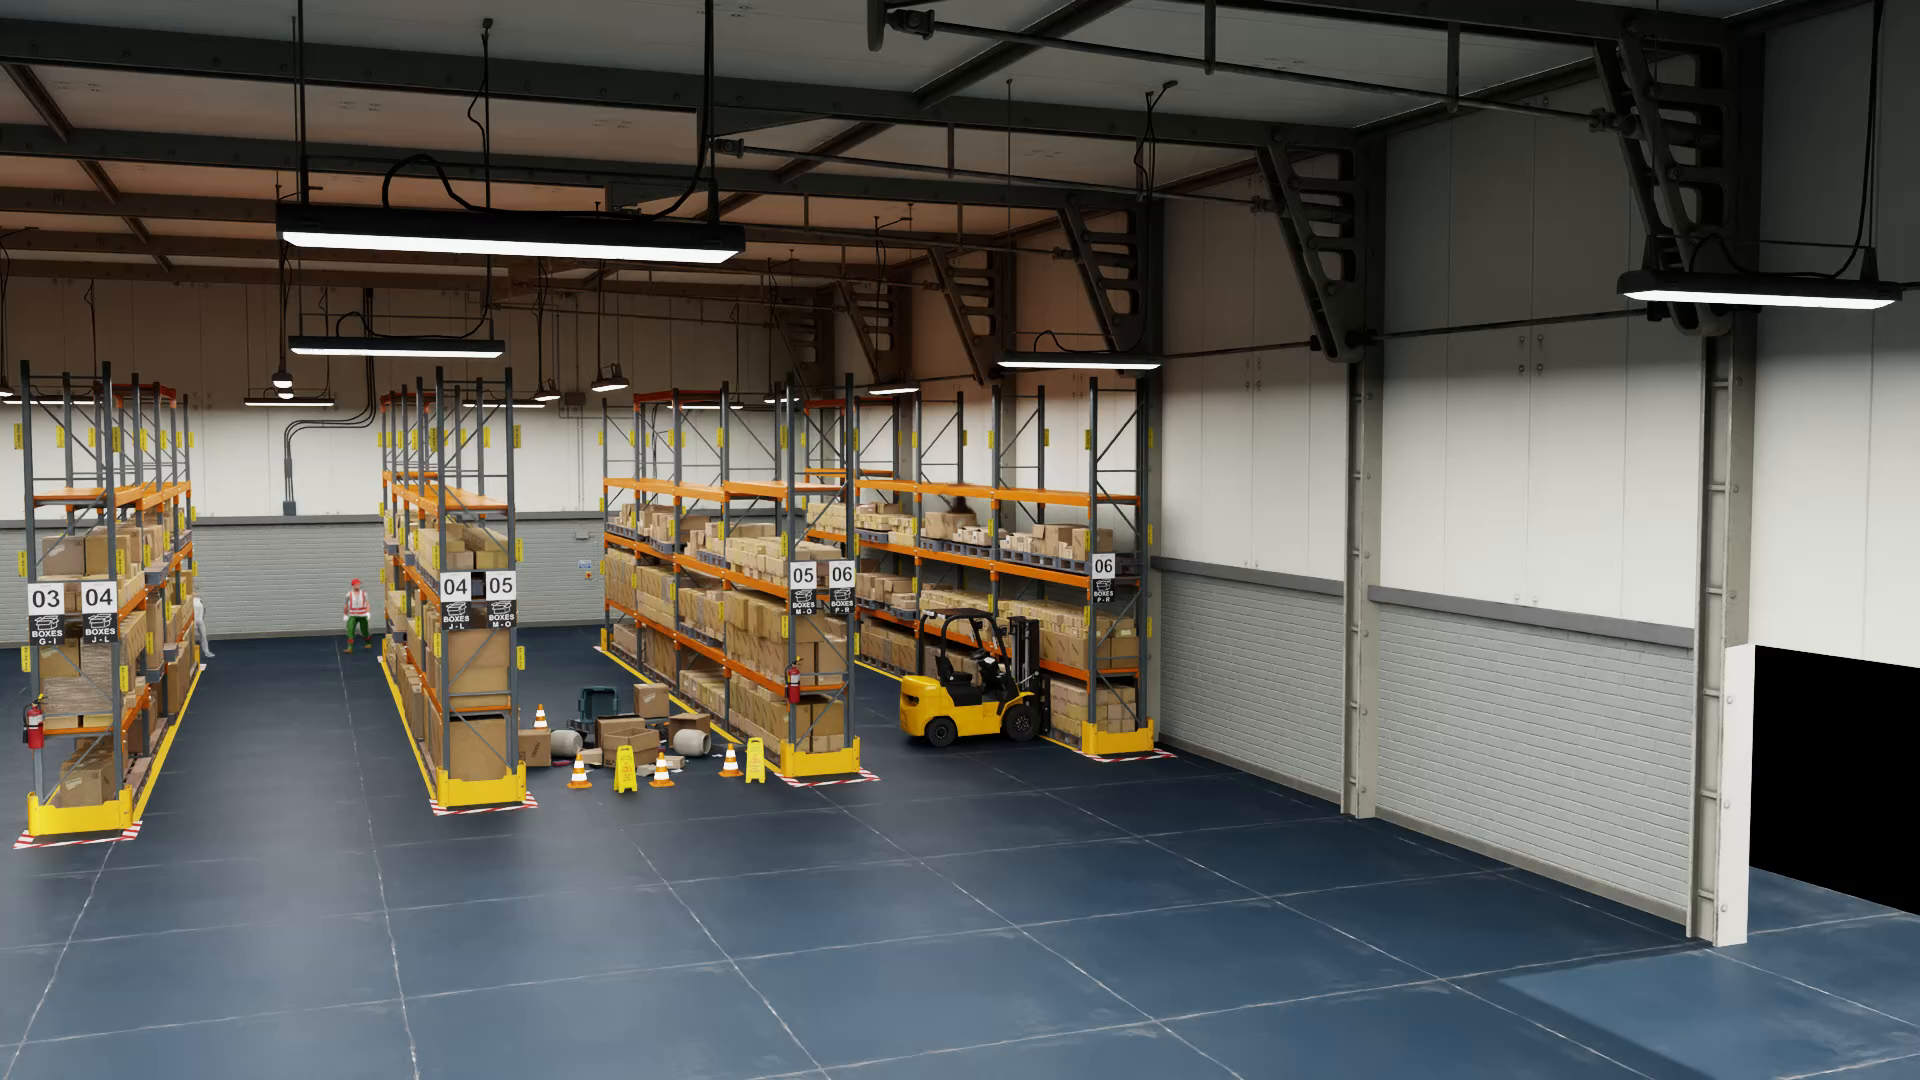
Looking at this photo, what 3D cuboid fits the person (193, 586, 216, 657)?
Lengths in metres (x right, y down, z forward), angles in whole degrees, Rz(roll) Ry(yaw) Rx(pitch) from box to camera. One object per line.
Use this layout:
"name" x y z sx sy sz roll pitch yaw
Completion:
"person" -17.550 1.869 38.191 0.988 1.628 0.516 2 4 35

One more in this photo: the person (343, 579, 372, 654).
"person" -14.158 1.786 39.062 0.656 1.746 1.080 0 3 1
